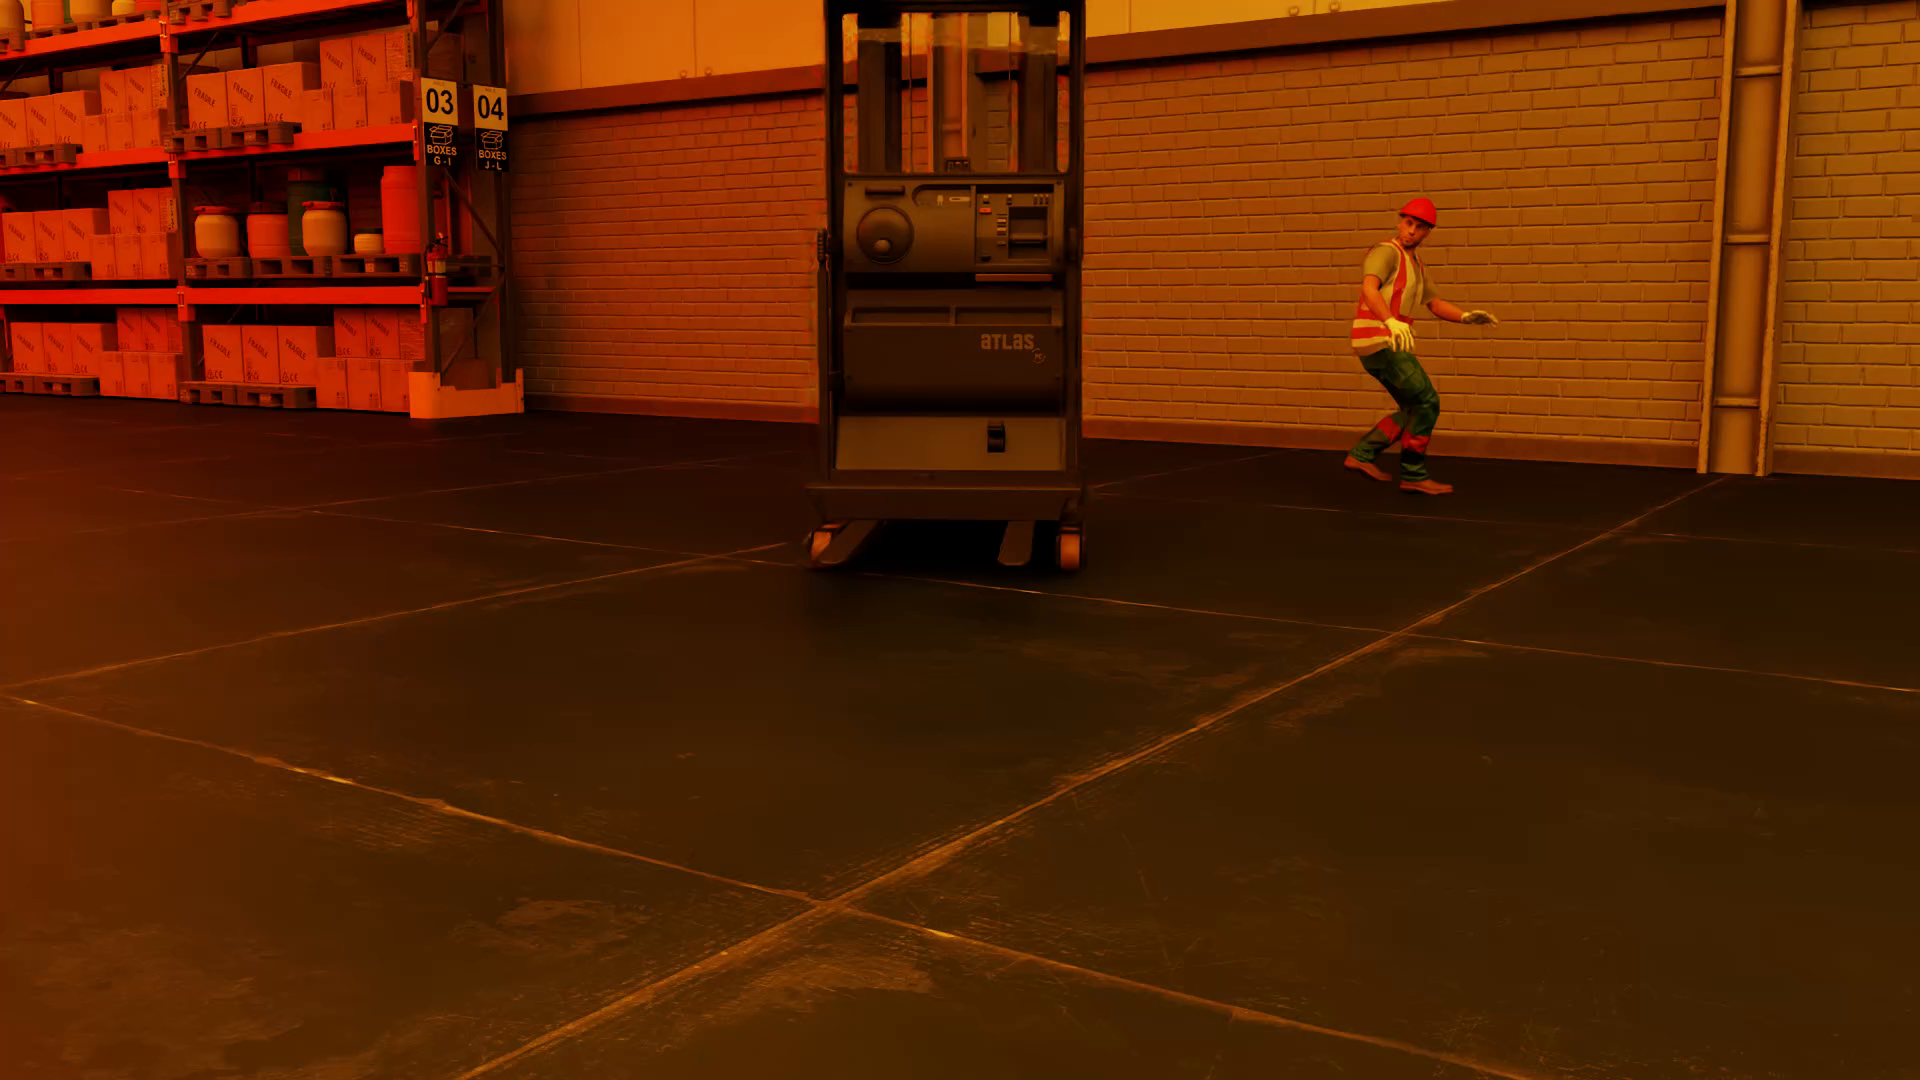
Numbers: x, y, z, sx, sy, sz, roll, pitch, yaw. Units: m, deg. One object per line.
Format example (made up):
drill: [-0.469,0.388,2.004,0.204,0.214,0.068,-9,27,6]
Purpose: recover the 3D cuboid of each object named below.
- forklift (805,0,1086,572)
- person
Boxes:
forklift: [-0.037,-1.365,6.794,1.130,2.935,3.031,0,8,3]
person: [2.567,-1.082,9.320,0.816,1.654,0.876,3,9,23]
